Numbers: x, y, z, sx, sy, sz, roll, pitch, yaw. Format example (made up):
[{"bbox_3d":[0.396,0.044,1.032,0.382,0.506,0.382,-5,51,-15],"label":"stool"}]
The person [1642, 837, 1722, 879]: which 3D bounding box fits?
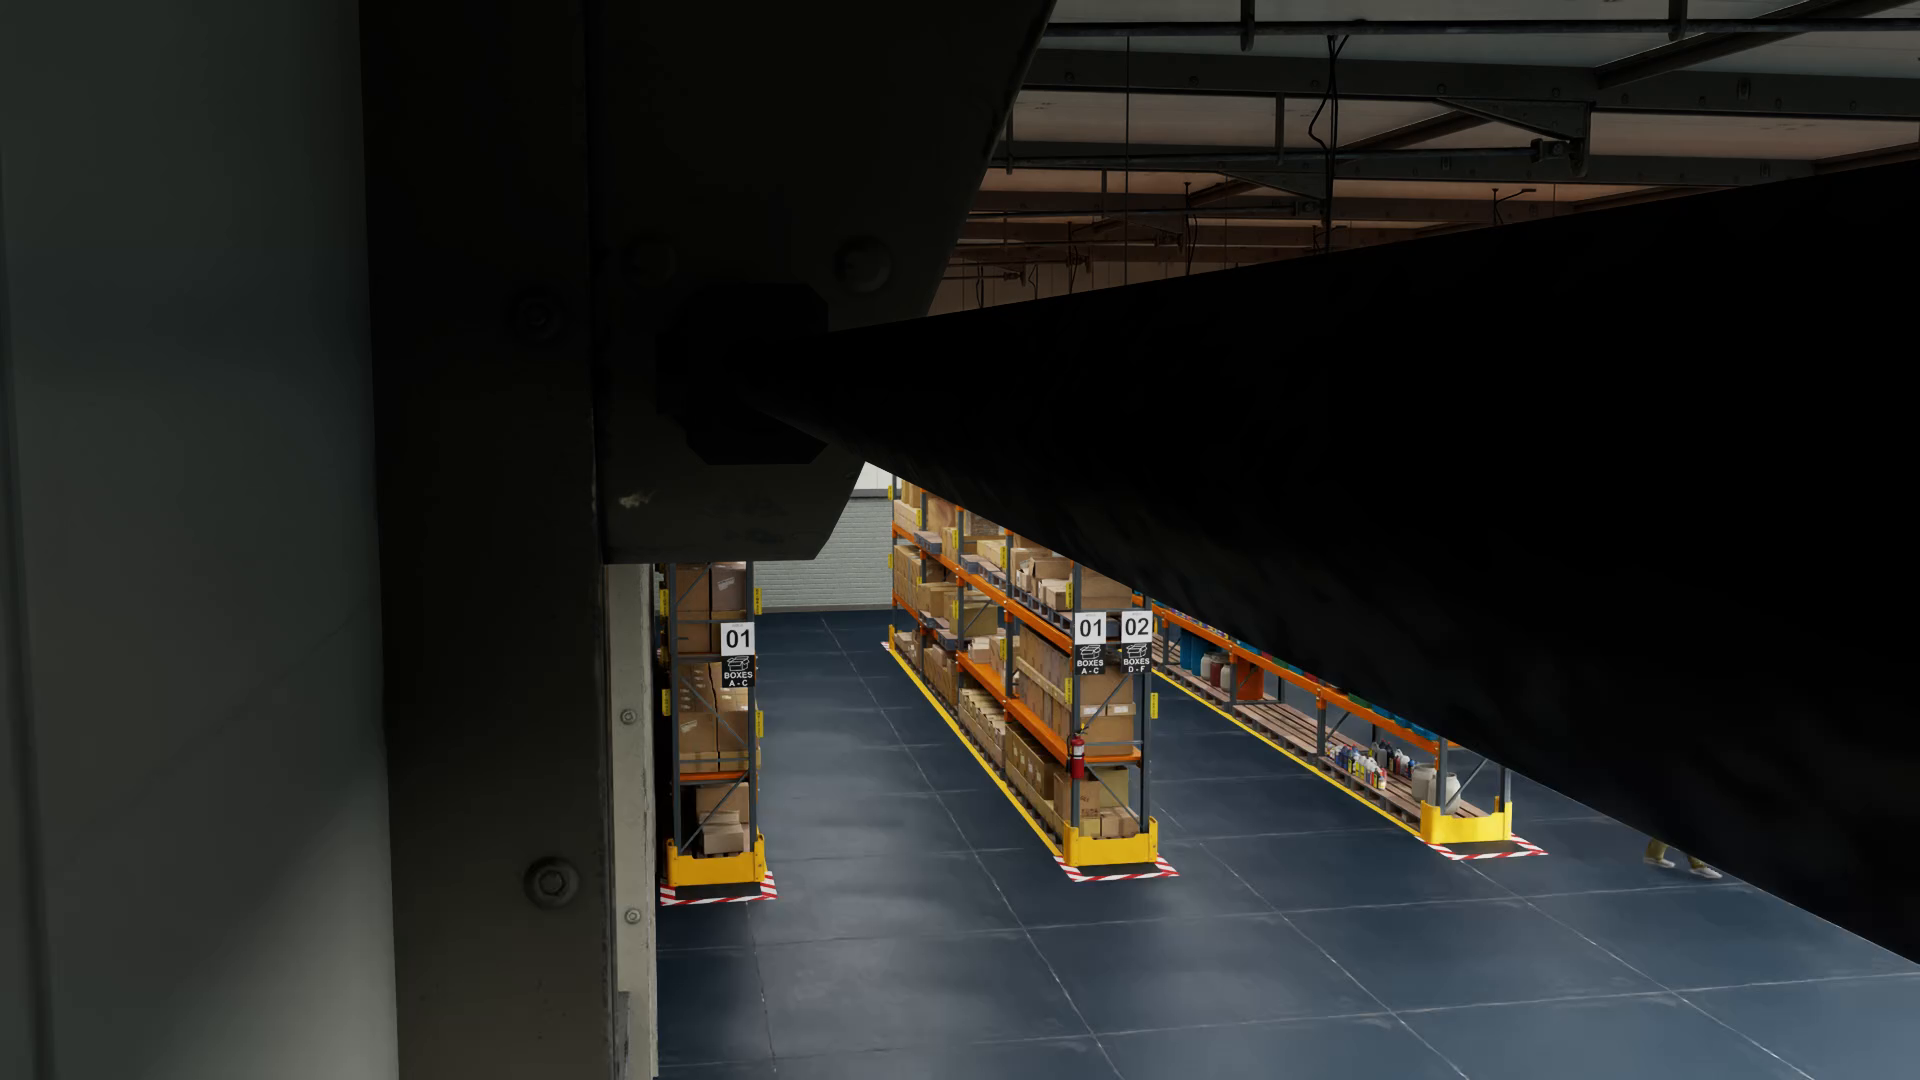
[{"bbox_3d":[8.953,3.219,20.561,0.886,1.756,0.610,2,7,20],"label":"person"}]
